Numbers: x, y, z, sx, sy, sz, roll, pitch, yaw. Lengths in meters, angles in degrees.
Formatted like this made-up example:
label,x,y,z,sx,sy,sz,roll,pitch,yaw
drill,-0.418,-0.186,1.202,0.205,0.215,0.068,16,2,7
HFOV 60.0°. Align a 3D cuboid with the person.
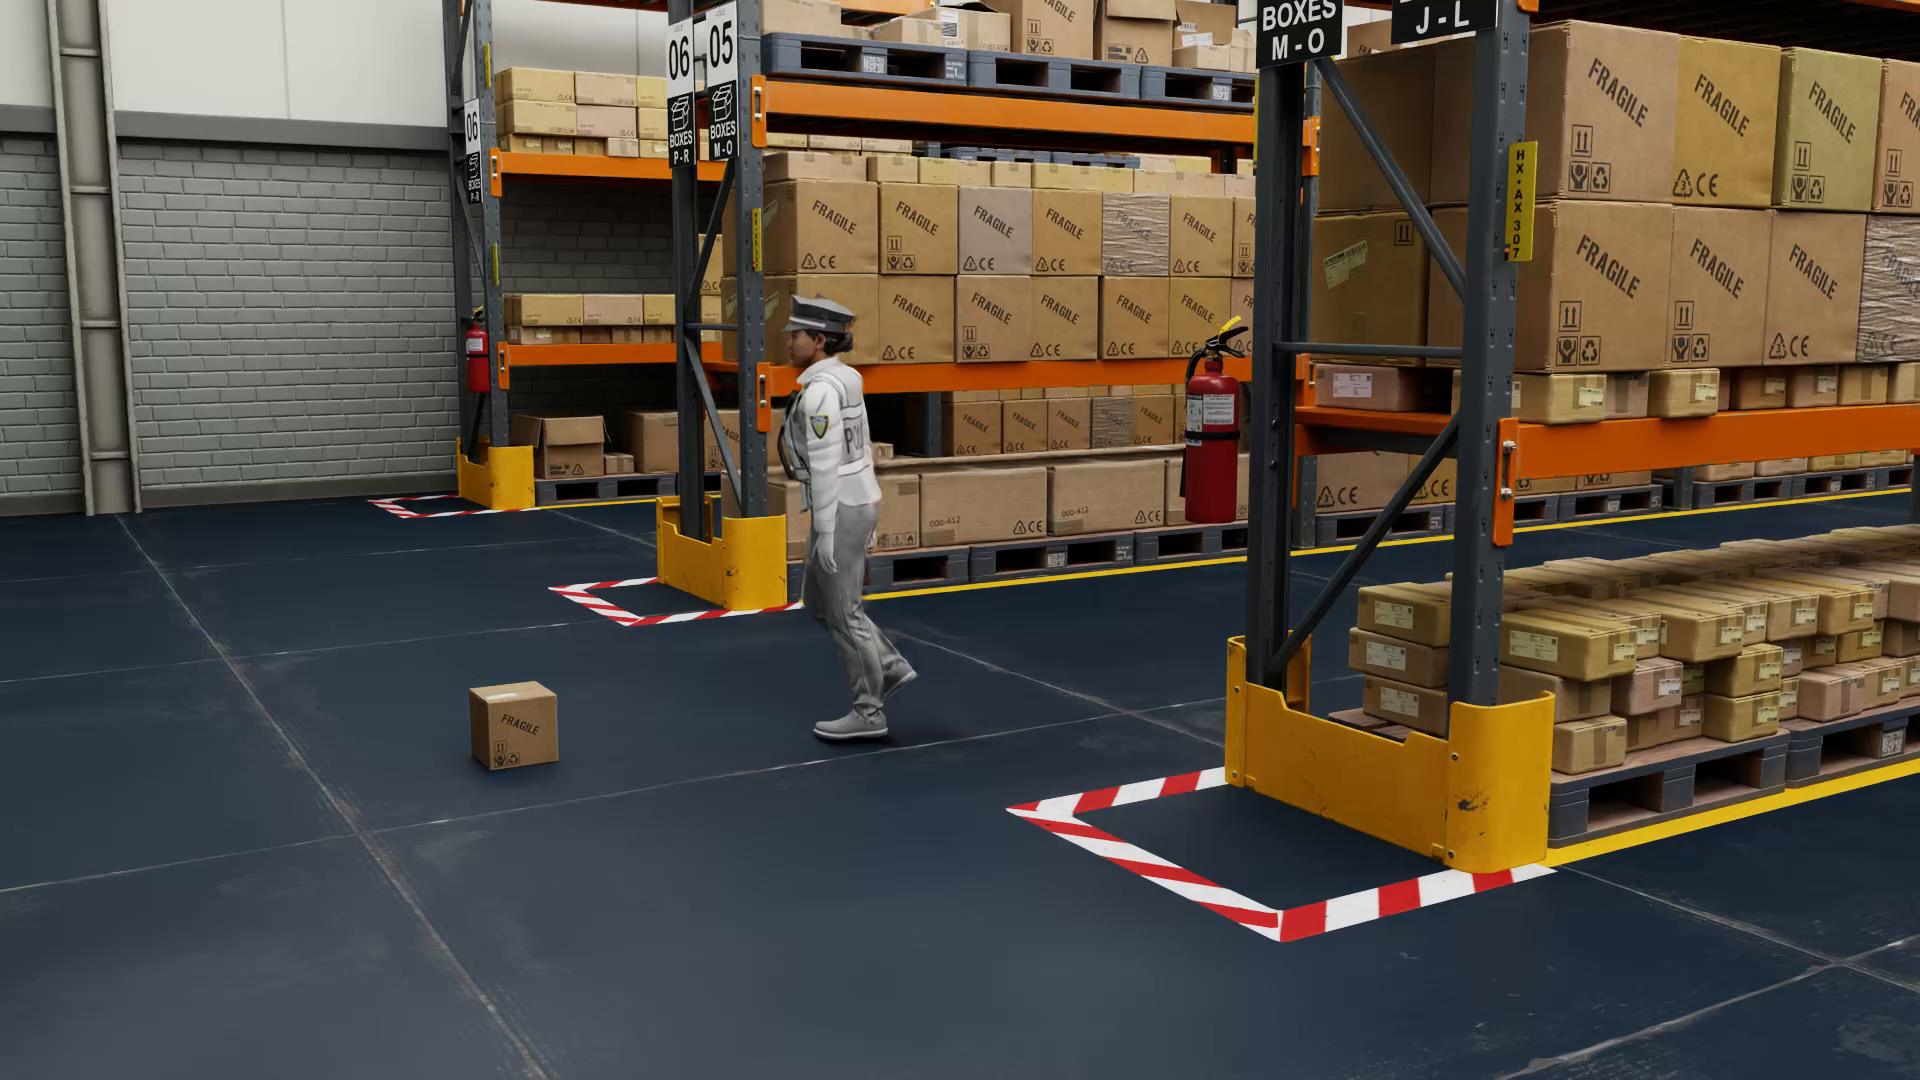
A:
label,x,y,z,sx,sy,sz,roll,pitch,yaw
person,-0.415,-0.075,6.222,0.483,1.672,0.523,1,8,7
